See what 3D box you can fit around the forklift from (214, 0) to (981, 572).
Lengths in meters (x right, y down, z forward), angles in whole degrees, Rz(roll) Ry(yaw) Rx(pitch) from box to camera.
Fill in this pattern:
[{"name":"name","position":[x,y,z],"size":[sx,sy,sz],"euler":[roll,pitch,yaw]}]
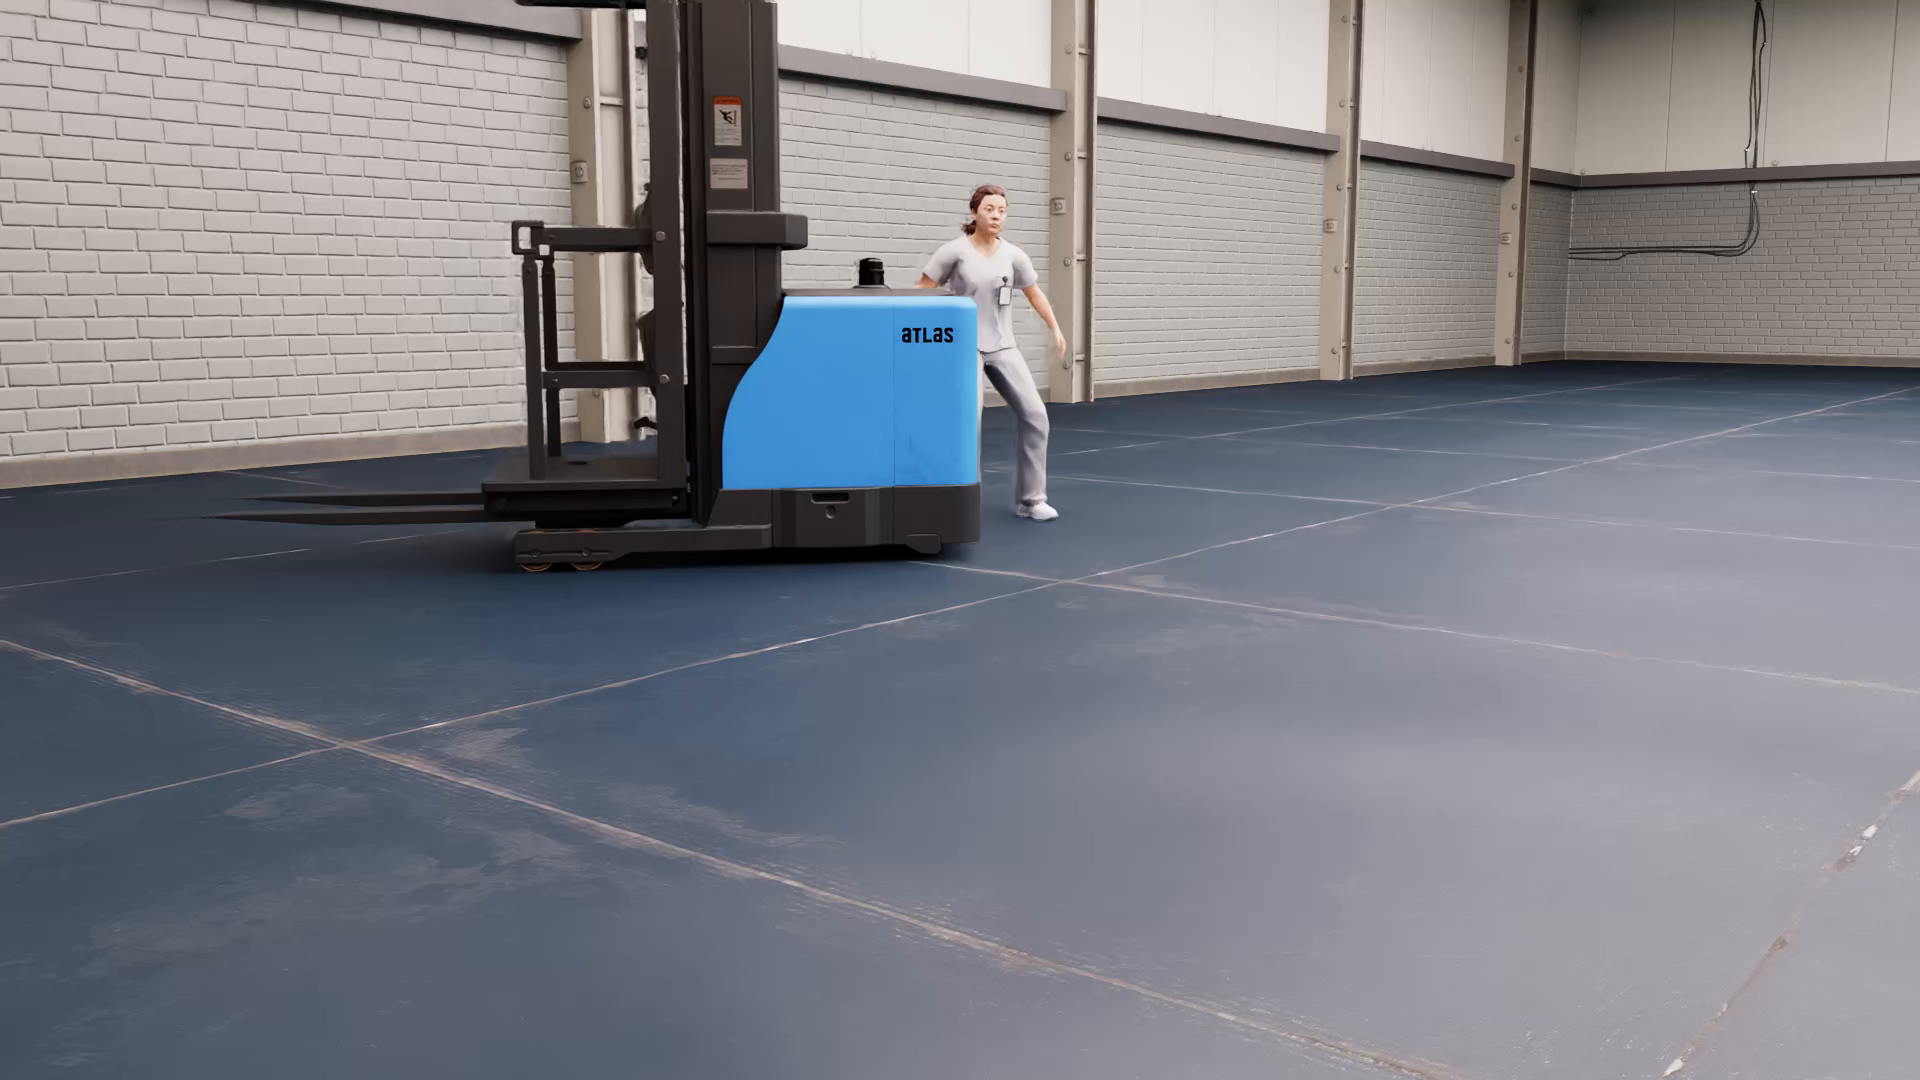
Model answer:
[{"name":"forklift","position":[-1.480,-1.406,6.892],"size":[3.031,2.935,1.130],"euler":[-1,8,-10]}]

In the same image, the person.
[{"name":"person","position":[0.150,-0.901,8.063],"size":[0.787,1.623,0.531],"euler":[-2,9,-15]}]
